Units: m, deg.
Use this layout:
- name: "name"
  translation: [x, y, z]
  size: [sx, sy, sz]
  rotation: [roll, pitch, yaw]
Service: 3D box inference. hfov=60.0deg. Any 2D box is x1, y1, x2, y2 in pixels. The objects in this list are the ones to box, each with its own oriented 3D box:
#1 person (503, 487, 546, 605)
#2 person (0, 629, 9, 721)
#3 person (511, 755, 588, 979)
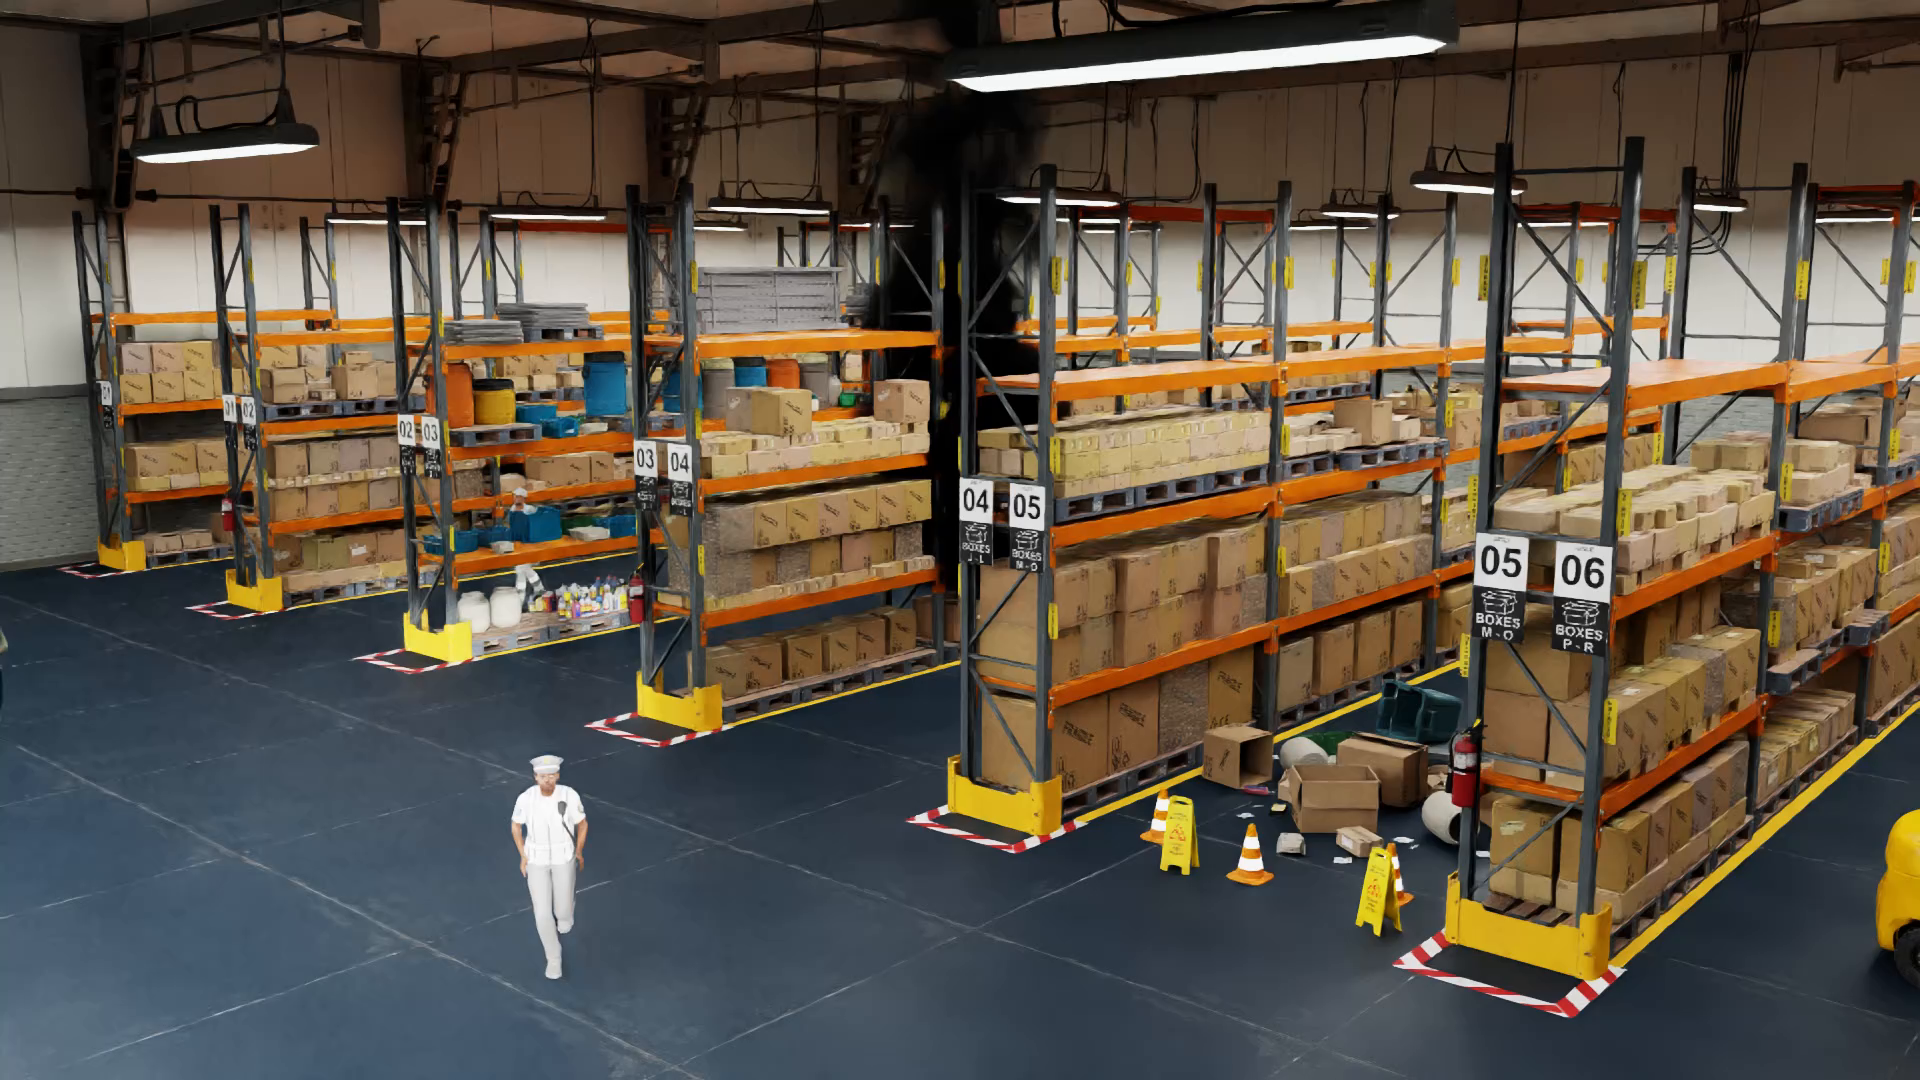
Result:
- name: "person"
  translation: [-6.587, 0.113, 25.186]
  size: [0.683, 1.844, 0.817]
  rotation: [7, 12, 35]
- name: "person"
  translation: [-10.613, 1.417, 18.041]
  size: [0.547, 1.564, 0.767]
  rotation: [-6, 11, -30]
- name: "person"
  translation: [-3.028, 2.344, 12.309]
  size: [0.557, 1.655, 0.674]
  rotation: [-2, 10, -12]
